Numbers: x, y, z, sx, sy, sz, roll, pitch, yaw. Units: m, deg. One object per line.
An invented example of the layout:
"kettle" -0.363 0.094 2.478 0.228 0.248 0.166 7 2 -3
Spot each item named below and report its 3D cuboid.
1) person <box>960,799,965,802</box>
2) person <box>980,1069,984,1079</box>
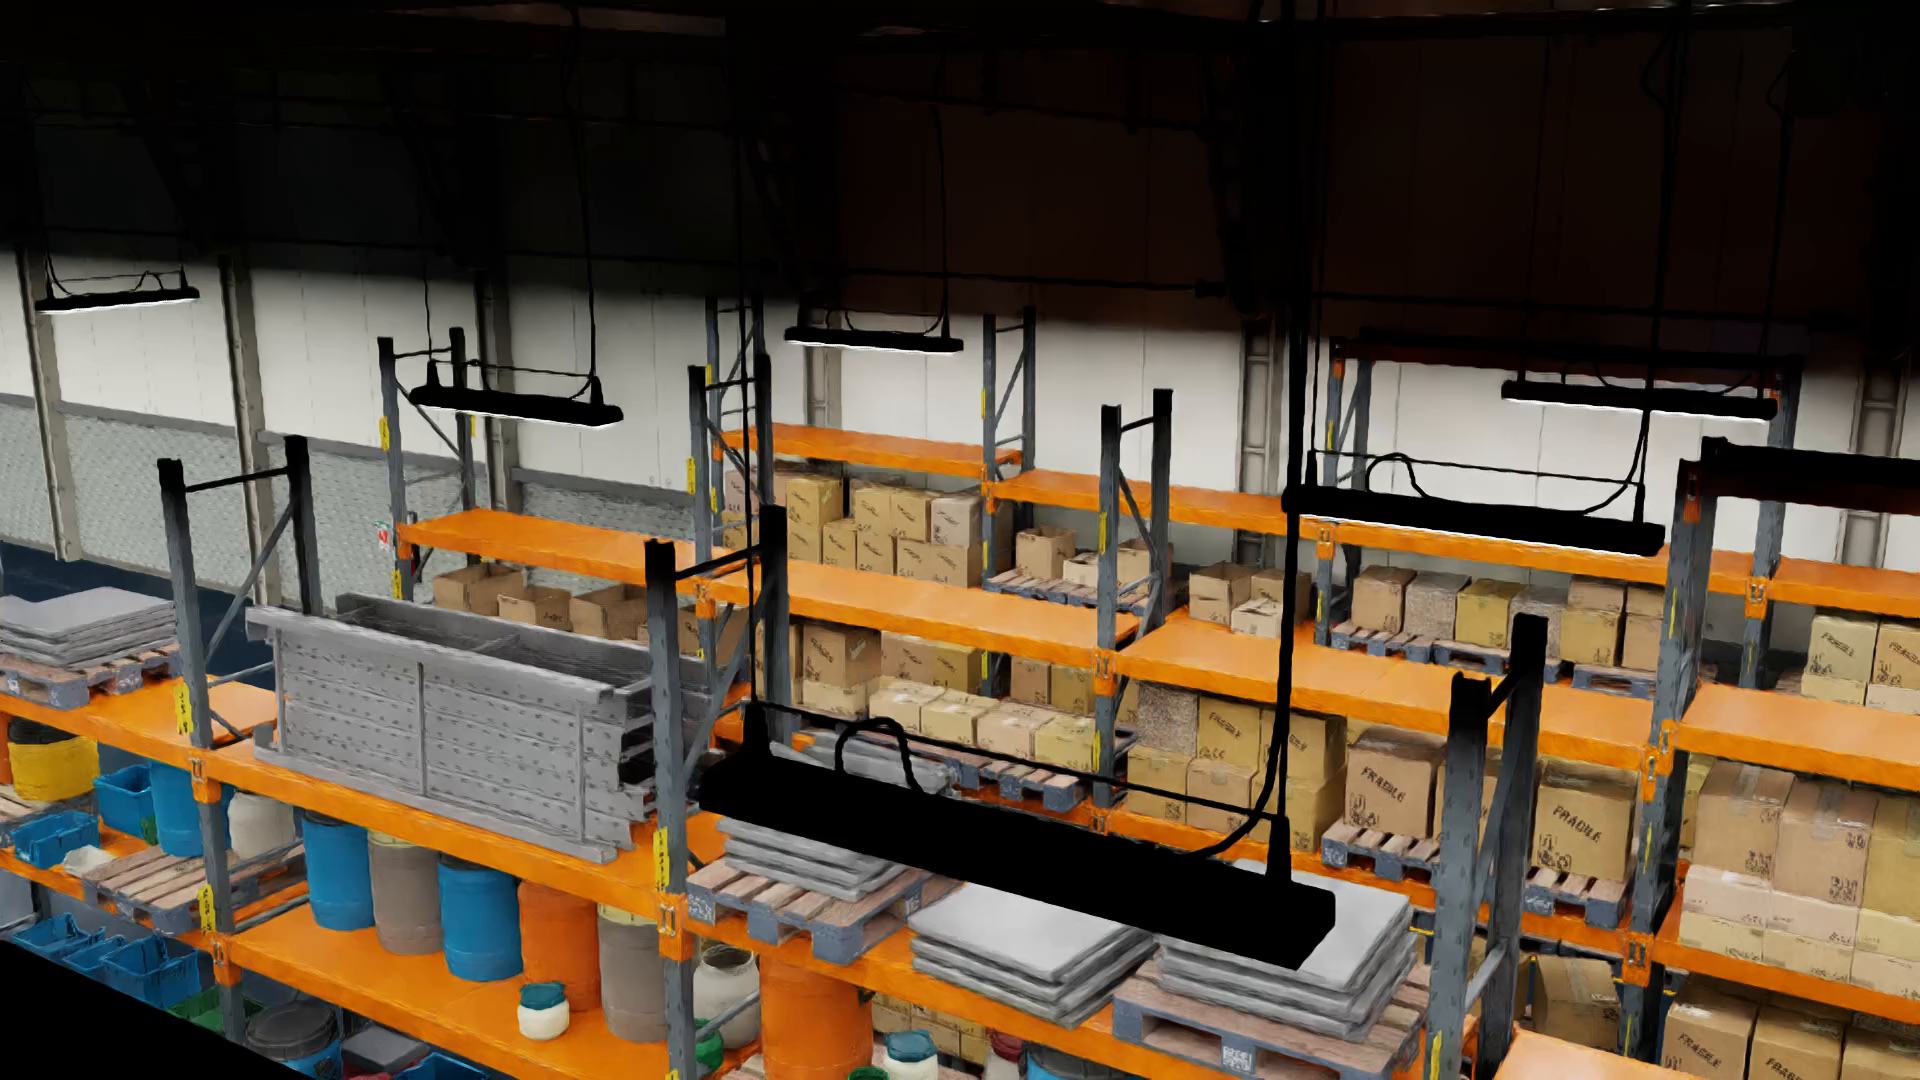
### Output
"person" 0.111 3.391 16.460 0.513 1.495 0.592 8 16 29
"person" 0.282 4.462 11.722 1.029 1.669 0.555 8 16 30
